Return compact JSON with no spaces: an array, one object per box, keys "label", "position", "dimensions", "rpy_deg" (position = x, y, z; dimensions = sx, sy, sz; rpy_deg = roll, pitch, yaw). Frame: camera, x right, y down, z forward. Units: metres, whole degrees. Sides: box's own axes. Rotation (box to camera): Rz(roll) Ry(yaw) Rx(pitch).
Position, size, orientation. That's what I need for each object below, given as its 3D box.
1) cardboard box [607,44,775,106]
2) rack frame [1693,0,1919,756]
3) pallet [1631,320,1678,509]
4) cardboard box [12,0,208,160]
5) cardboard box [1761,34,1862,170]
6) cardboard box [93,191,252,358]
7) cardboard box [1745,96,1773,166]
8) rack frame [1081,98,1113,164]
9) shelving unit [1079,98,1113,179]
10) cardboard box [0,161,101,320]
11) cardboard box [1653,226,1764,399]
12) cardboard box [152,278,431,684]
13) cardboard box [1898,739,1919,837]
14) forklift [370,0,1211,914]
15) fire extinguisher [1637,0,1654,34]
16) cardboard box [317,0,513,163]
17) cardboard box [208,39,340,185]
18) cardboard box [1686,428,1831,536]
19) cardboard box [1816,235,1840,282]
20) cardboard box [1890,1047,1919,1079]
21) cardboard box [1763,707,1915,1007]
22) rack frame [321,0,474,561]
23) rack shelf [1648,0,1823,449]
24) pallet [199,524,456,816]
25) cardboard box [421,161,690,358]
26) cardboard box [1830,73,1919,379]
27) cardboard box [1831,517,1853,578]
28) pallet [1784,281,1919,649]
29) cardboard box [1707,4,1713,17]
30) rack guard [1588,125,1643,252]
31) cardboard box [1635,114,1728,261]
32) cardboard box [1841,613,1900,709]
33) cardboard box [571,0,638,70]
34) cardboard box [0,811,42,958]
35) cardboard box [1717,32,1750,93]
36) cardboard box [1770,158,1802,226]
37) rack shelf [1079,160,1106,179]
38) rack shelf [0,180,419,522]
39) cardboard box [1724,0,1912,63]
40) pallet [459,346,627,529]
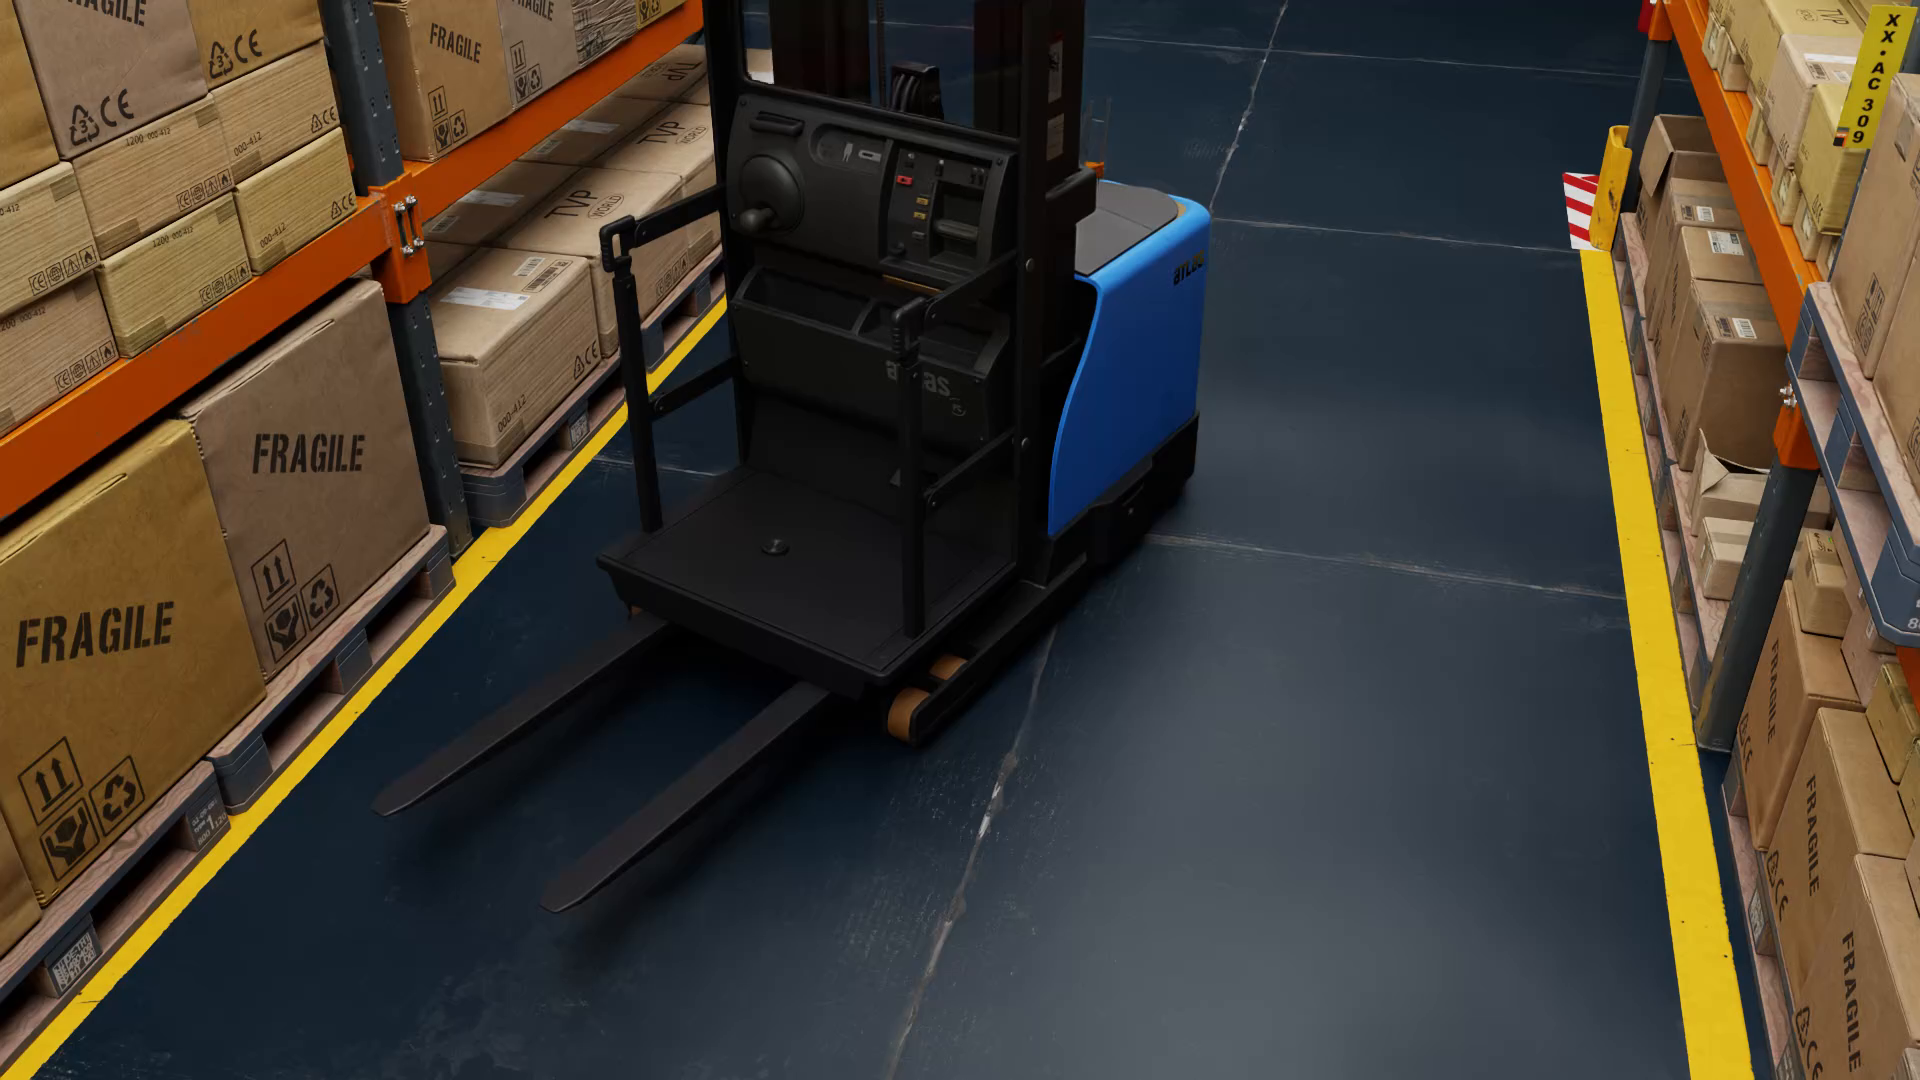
[{"label":"cardboard box","position":[-1.233,-2.112,8.273],"dimensions":[0.875,0.438,0.875],"rpy_deg":[7,33,11]},{"label":"rack frame","position":[2.625,-0.623,3.933],"dimensions":[1.000,3.000,0.127],"rpy_deg":[8,33,12]},{"label":"pallet","position":[3.108,-0.437,6.241],"dimensions":[1.003,0.211,1.213],"rpy_deg":[8,33,12]},{"label":"cardboard box","position":[-2.172,-1.225,3.856],"dimensions":[0.500,0.500,0.500],"rpy_deg":[9,33,13]},{"label":"cardboard box","position":[2.631,-1.244,4.774],"dimensions":[0.500,0.250,0.500],"rpy_deg":[8,33,13]},{"label":"cardboard box","position":[-2.177,-0.702,4.198],"dimensions":[0.500,0.250,0.500],"rpy_deg":[8,33,12]},{"label":"cardboard box","position":[2.680,-1.261,5.173],"dimensions":[0.380,0.149,0.250],"rpy_deg":[8,33,12]},{"label":"rack frame","position":[0.395,-1.099,6.383],"dimensions":[0.240,1.200,0.006],"rpy_deg":[16,23,23]},{"label":"shelving unit","position":[0.354,-1.073,6.306],"dimensions":[0.258,1.200,0.189],"rpy_deg":[16,23,23]},{"label":"cardboard box","position":[-2.299,-0.652,3.654],"dimensions":[0.500,0.250,0.500],"rpy_deg":[9,33,14]},{"label":"cardboard box","position":[2.908,-0.817,6.178],"dimensions":[0.500,0.500,0.500],"rpy_deg":[9,33,13]},{"label":"cardboard box","position":[-2.257,-0.244,4.928],"dimensions":[0.875,0.875,0.875],"rpy_deg":[9,34,14]},{"label":"cardboard box","position":[2.171,0.564,3.400],"dimensions":[0.380,0.149,0.250],"rpy_deg":[7,33,12]},{"label":"forklift","position":[-0.391,-0.937,4.491],"dimensions":[1.130,2.935,3.031],"rpy_deg":[20,37,28]},{"label":"fire extinguisher","position":[3.231,-2.648,7.538],"dimensions":[0.296,0.674,0.183],"rpy_deg":[8,33,12]},{"label":"cardboard box","position":[-1.805,-1.547,5.294],"dimensions":[0.500,0.500,0.500],"rpy_deg":[9,34,14]},{"label":"cardboard box","position":[-2.054,-1.182,4.488],"dimensions":[0.500,0.250,0.500],"rpy_deg":[8,33,12]},{"label":"cardboard box","position":[2.573,-0.160,5.363],"dimensions":[0.396,0.266,0.258],"rpy_deg":[9,34,14]},{"label":"cardboard box","position":[2.462,-0.716,4.315],"dimensions":[0.380,0.149,0.250],"rpy_deg":[8,33,13]},{"label":"cardboard box","position":[1.891,1.280,2.879],"dimensions":[0.500,0.500,0.500],"rpy_deg":[7,33,11]},{"label":"cardboard box","position":[2.159,0.753,3.708],"dimensions":[0.500,0.500,0.500],"rpy_deg":[8,33,12]},{"label":"rack frame","position":[-2.177,-1.296,4.993],"dimensions":[1.000,3.000,0.127],"rpy_deg":[8,33,12]},{"label":"rack shelf","position":[3.133,-1.357,5.759],"dimensions":[1.077,0.370,4.000],"rpy_deg":[8,33,12]},{"label":"pallet","position":[-2.300,0.291,5.096],"dimensions":[1.003,0.211,1.213],"rpy_deg":[8,33,12]},{"label":"cardboard box","position":[-1.687,-1.168,6.789],"dimensions":[0.875,0.438,0.875],"rpy_deg":[7,33,11]},{"label":"cardboard box","position":[2.286,-0.621,3.447],"dimensions":[0.700,0.500,0.500],"rpy_deg":[9,34,14]},{"label":"cardboard box","position":[2.335,0.014,3.989],"dimensions":[0.380,0.149,0.250],"rpy_deg":[7,33,12]},{"label":"pallet","position":[2.317,-0.142,3.356],"dimensions":[1.003,0.211,1.213],"rpy_deg":[8,33,12]},{"label":"cardboard box","position":[3.115,-2.057,6.424],"dimensions":[0.380,0.149,0.250],"rpy_deg":[9,34,14]},{"label":"rack guard","position":[3.621,-1.604,7.807],"dimensions":[1.175,0.500,0.348],"rpy_deg":[8,33,12]},{"label":"cardboard box","position":[3.393,-1.518,7.277],"dimensions":[0.797,0.503,0.637],"rpy_deg":[7,33,10]},{"label":"cardboard box","position":[2.281,0.285,3.839],"dimensions":[0.380,0.149,0.250],"rpy_deg":[7,33,11]},{"label":"cardboard box","position":[-1.540,-2.064,6.108],"dimensions":[0.500,0.500,0.500],"rpy_deg":[8,33,13]},{"label":"cardboard box","position":[-2.706,0.689,3.459],"dimensions":[0.875,0.875,0.875],"rpy_deg":[8,33,13]},{"label":"cardboard box","position":[2.869,-1.658,5.796],"dimensions":[0.380,0.149,0.250],"rpy_deg":[9,33,13]},{"label":"cardboard box","position":[2.550,-0.993,4.750],"dimensions":[0.380,0.149,0.250],"rpy_deg":[9,34,14]},{"label":"rack shelf","position":[0.385,-1.365,6.192],"dimensions":[0.258,0.103,0.180],"rpy_deg":[16,23,23]},{"label":"rack shelf","position":[-2.684,0.045,3.554],"dimensions":[1.077,0.370,4.000],"rpy_deg":[8,33,12]},{"label":"cardboard box","position":[2.902,-1.768,5.598],"dimensions":[0.500,0.250,0.500],"rpy_deg":[7,33,11]},{"label":"pallet","position":[-1.908,-0.504,6.345],"dimensions":[1.003,0.211,1.213],"rpy_deg":[8,33,12]}]
